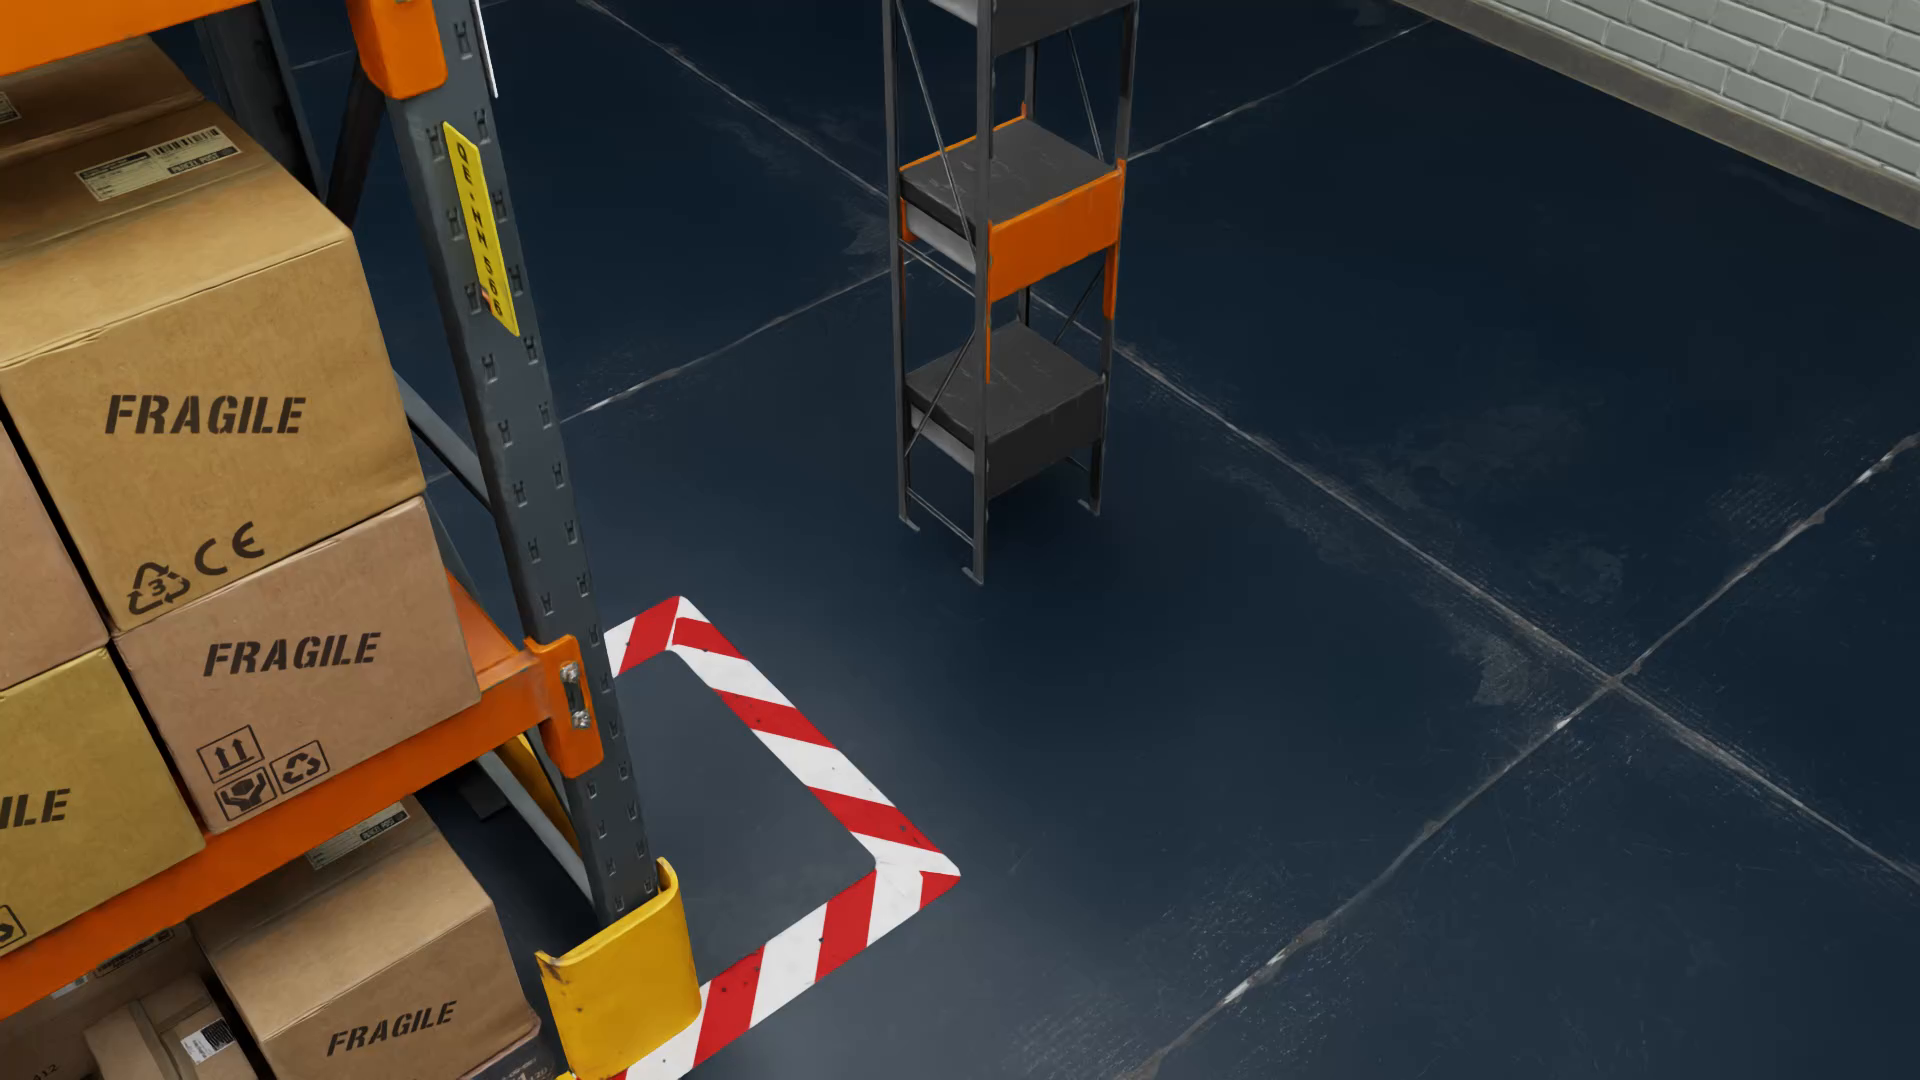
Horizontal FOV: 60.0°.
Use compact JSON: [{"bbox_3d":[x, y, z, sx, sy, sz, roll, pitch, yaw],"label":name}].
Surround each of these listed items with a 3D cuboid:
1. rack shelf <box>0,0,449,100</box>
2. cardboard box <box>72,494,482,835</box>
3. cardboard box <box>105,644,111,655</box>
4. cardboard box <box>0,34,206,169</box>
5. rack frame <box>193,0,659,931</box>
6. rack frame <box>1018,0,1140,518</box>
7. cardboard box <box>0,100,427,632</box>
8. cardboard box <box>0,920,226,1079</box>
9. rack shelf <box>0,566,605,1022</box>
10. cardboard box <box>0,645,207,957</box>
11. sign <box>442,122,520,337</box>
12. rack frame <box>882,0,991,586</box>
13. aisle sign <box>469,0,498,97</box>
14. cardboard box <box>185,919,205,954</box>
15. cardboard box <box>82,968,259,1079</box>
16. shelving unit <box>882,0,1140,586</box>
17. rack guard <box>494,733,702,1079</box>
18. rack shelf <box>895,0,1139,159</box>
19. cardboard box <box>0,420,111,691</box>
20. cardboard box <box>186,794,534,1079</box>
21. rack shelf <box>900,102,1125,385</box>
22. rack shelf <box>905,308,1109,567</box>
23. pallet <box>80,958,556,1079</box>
[{"bbox_3d":[-2.584,-0.171,1.576,4.000,0.370,1.077,-30,51,-28],"label":"rack shelf"},{"bbox_3d":[-1.218,0.085,2.896,0.500,0.500,0.500,-28,50,-27],"label":"cardboard box"},{"bbox_3d":[-1.559,-0.199,3.197,0.500,0.500,0.500,-29,50,-27],"label":"cardboard box"},{"bbox_3d":[-1.559,-0.563,2.855,0.500,0.500,0.500,-28,50,-27],"label":"cardboard box"},{"bbox_3d":[-1.049,-0.219,3.292,0.127,3.000,1.000,-30,51,-28],"label":"rack frame"},{"bbox_3d":[0.314,-0.945,4.723,0.015,2.100,0.400,-30,51,-28],"label":"rack frame"},{"bbox_3d":[-1.214,-0.280,2.553,0.500,0.500,0.500,-30,51,-28],"label":"cardboard box"},{"bbox_3d":[-2.032,0.933,3.753,0.500,0.250,0.500,-30,51,-28],"label":"cardboard box"},{"bbox_3d":[-2.584,0.922,2.603,4.000,0.370,1.077,-30,51,-28],"label":"rack shelf"},{"bbox_3d":[-1.614,0.314,2.651,0.500,0.500,0.500,-29,51,-28],"label":"cardboard box"},{"bbox_3d":[-0.709,-0.456,2.467,0.005,0.325,0.100,-30,51,-28],"label":"sign"},{"bbox_3d":[-0.060,-0.731,4.494,0.015,2.100,0.400,-30,51,-28],"label":"rack frame"},{"bbox_3d":[-0.801,-1.035,2.262,0.004,0.787,0.394,-30,51,-28],"label":"aisle sign"},{"bbox_3d":[-1.783,0.767,3.990,0.250,0.166,0.380,-30,51,-28],"label":"cardboard box"},{"bbox_3d":[-1.677,1.153,3.580,0.250,0.166,0.380,-30,51,-28],"label":"cardboard box"},{"bbox_3d":[0.127,-0.838,4.609,0.503,2.100,0.431,-30,51,-28],"label":"shelving unit"},{"bbox_3d":[-1.108,0.726,4.112,0.348,0.500,1.175,-30,51,-28],"label":"rack guard"},{"bbox_3d":[0.127,-1.338,4.139,0.480,0.518,0.431,-30,51,-28],"label":"rack shelf"},{"bbox_3d":[-1.601,-0.057,2.316,0.500,0.500,0.500,-28,50,-27],"label":"cardboard box"},{"bbox_3d":[-1.308,0.900,3.605,0.500,0.500,0.500,-30,51,-28],"label":"cardboard box"},{"bbox_3d":[0.127,-0.828,4.618,0.480,0.518,0.431,-30,51,-28],"label":"rack shelf"},{"bbox_3d":[0.127,-0.318,5.097,0.480,0.518,0.431,-30,51,-28],"label":"rack shelf"},{"bbox_3d":[-1.719,1.182,3.837,1.213,0.211,1.003,-30,51,-28],"label":"pallet"}]
